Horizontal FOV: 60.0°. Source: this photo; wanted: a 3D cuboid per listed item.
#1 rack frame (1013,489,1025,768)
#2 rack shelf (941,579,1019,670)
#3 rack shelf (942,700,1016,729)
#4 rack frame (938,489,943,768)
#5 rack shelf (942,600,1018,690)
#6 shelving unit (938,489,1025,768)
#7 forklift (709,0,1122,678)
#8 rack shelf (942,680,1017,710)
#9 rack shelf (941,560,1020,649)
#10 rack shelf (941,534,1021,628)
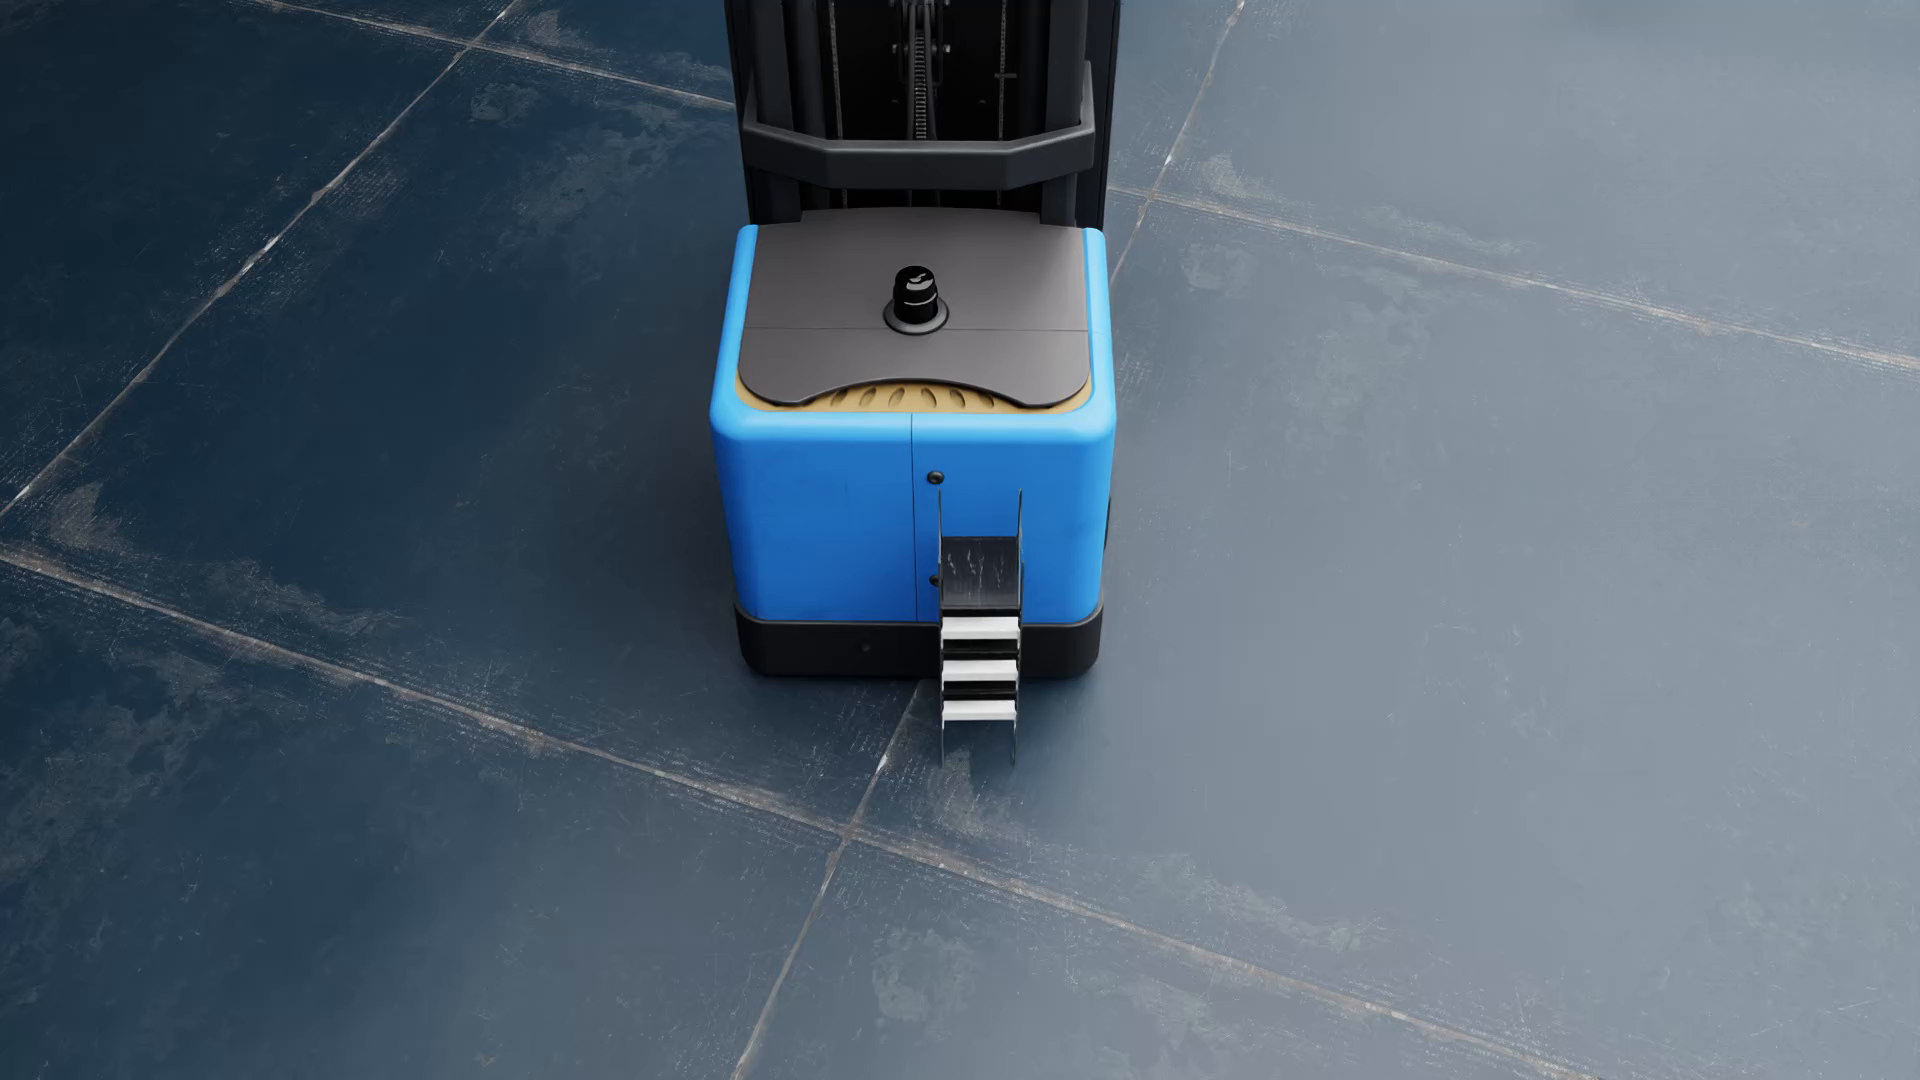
[{"bbox_3d":[0.153,0.257,4.432,0.006,0.900,0.240,0,49,0],"label":"rack frame"},{"bbox_3d":[0.051,0.221,4.388,0.200,0.077,0.258,0,49,0],"label":"rack shelf"},{"bbox_3d":[0.051,0.398,4.592,0.200,0.077,0.258,0,49,0],"label":"rack shelf"},{"bbox_3d":[-0.051,0.258,4.431,0.006,0.900,0.240,0,49,0],"label":"rack frame"},{"bbox_3d":[0.051,0.280,4.456,0.200,0.077,0.258,0,49,0],"label":"rack shelf"},{"bbox_3d":[0.051,0.258,4.431,0.210,0.900,0.258,0,49,0],"label":"shelving unit"},{"bbox_3d":[-0.098,-1.663,4.751,1.130,2.935,3.031,1,49,1],"label":"forklift"},{"bbox_3d":[0.051,0.339,4.524,0.200,0.077,0.258,0,49,0],"label":"rack shelf"},{"bbox_3d":[0.051,0.162,4.320,0.200,0.077,0.258,0,49,0],"label":"rack shelf"},{"bbox_3d":[0.051,0.103,4.252,0.200,0.077,0.258,0,49,0],"label":"rack shelf"}]
